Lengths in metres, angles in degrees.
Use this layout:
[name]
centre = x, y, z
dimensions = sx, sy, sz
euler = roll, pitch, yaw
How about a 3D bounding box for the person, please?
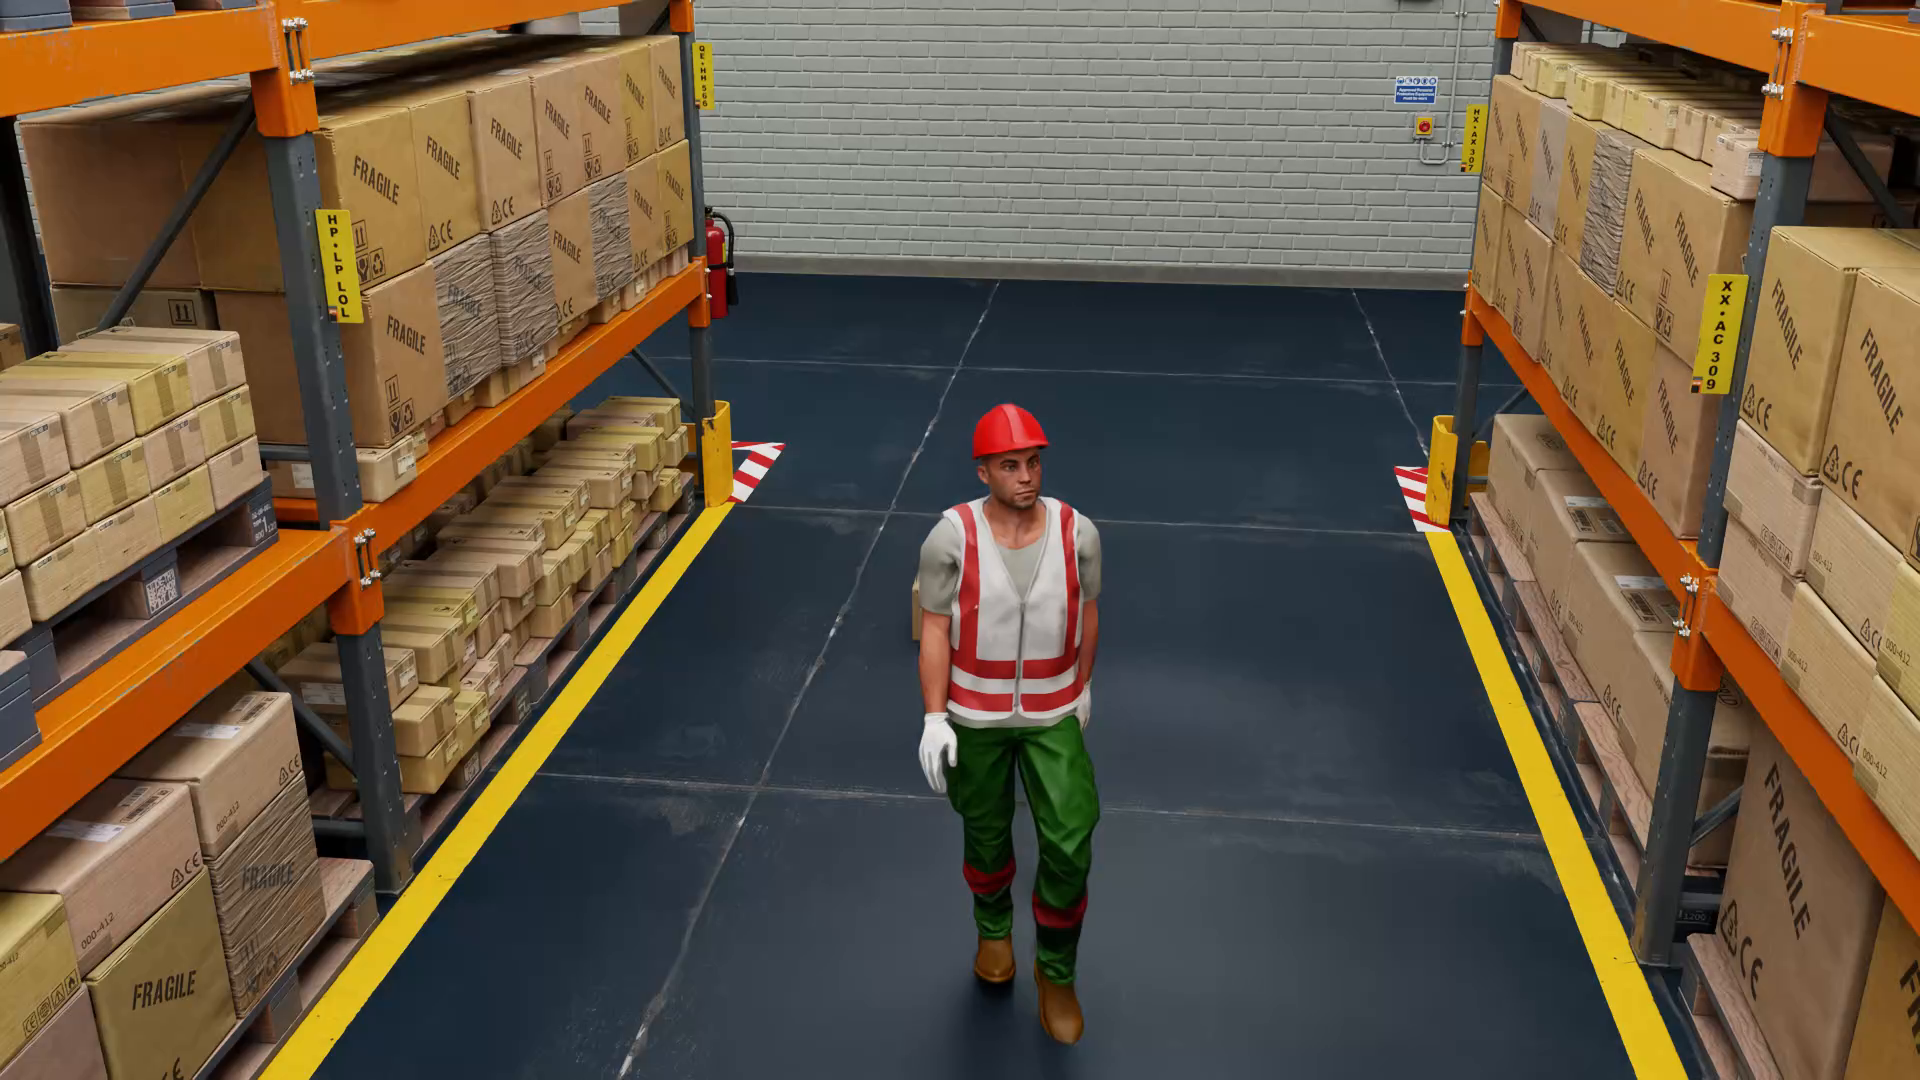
[person]
centre = 0.145, 0.531, 4.682
dimensions = 0.538, 1.841, 0.528
euler = -2, 21, -4
